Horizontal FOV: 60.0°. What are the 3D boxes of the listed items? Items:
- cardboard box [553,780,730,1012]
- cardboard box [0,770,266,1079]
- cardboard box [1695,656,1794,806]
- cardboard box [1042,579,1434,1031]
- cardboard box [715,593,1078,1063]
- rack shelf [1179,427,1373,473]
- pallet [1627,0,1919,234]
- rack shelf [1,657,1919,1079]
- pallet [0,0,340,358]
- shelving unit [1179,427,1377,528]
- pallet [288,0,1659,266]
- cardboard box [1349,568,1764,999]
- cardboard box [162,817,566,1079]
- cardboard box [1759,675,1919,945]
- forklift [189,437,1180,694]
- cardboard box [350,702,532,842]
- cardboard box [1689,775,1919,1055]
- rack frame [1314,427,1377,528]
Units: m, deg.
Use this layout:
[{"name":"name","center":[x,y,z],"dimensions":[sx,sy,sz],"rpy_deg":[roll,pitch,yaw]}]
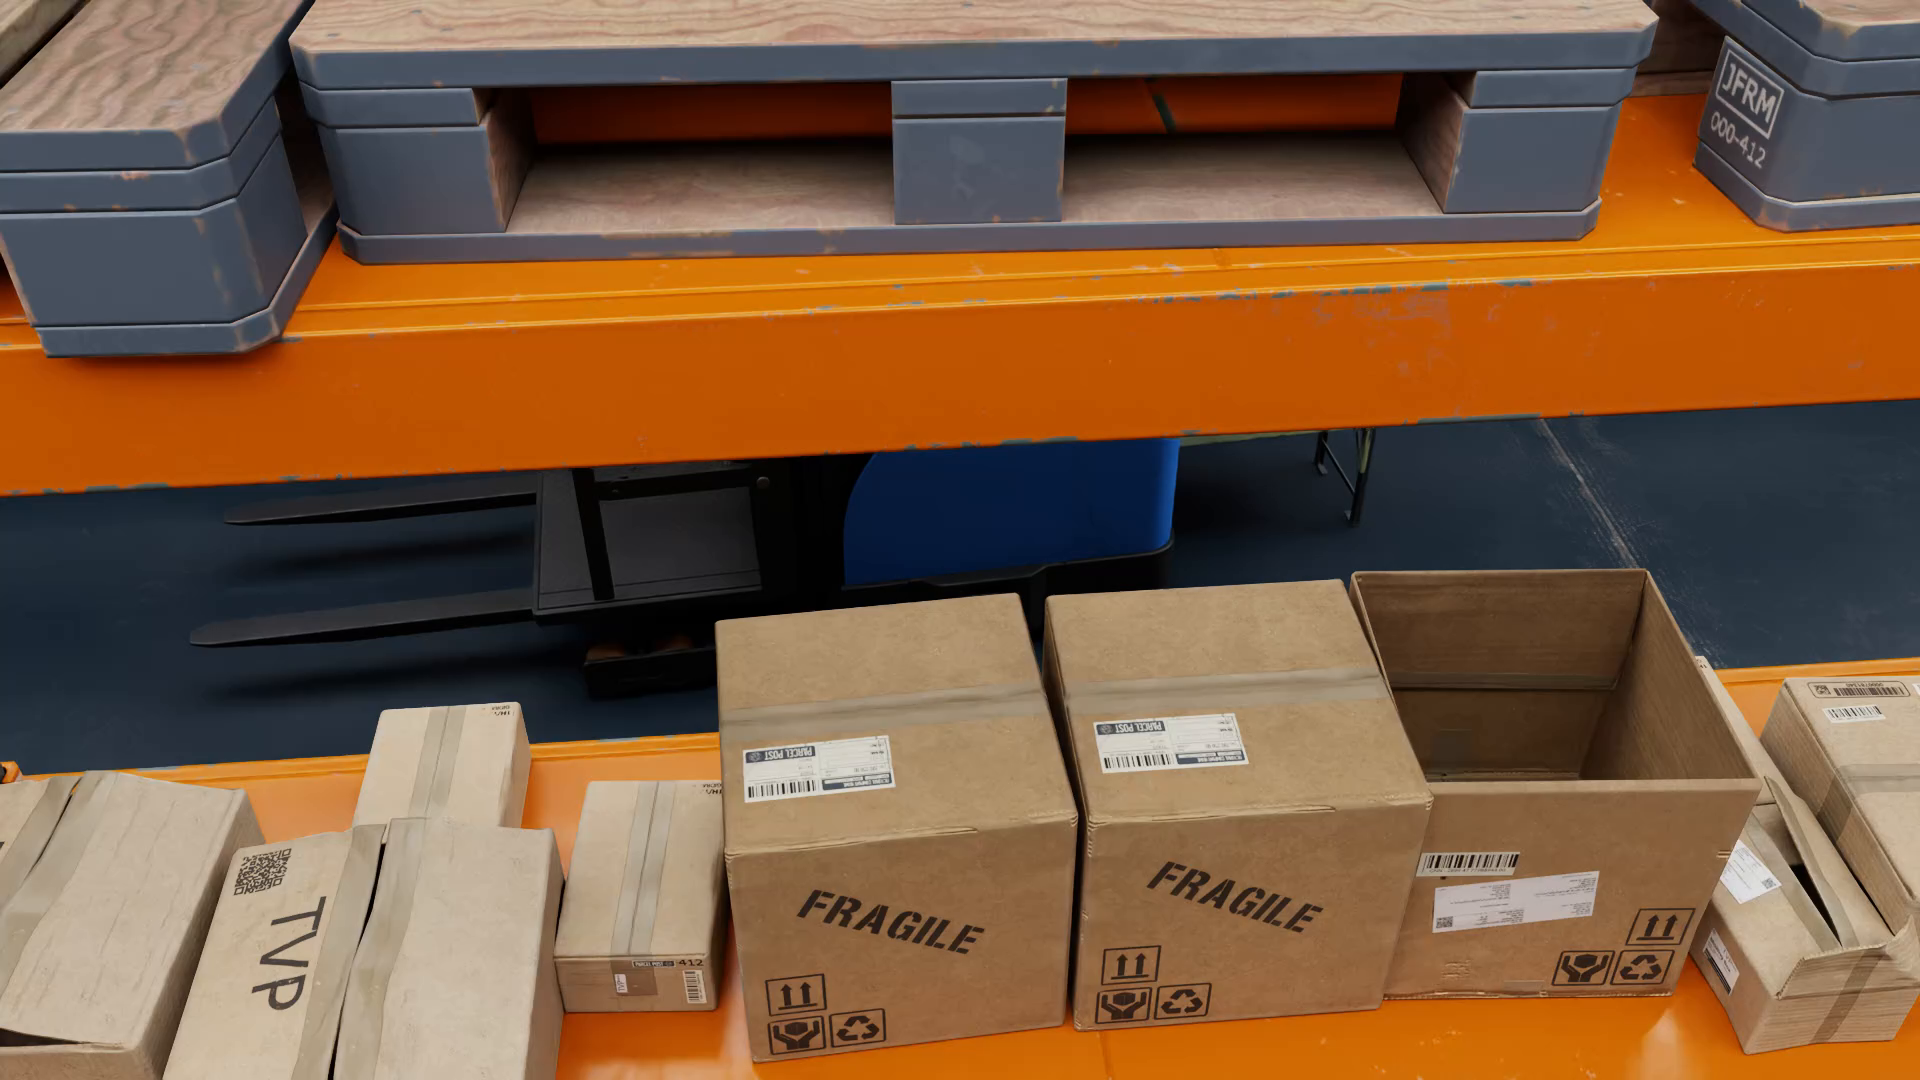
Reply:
[{"name":"cardboard box","center":[-0.519,0.589,2.785],"dimensions":[0.250,0.149,0.380],"rpy_deg":[0,38,-1]},{"name":"cardboard box","center":[-1.418,0.637,2.593],"dimensions":[0.500,0.311,0.500],"rpy_deg":[-1,38,-1]},{"name":"cardboard box","center":[1.300,0.396,3.029],"dimensions":[0.250,0.149,0.380],"rpy_deg":[-3,38,-4]},{"name":"cardboard box","center":[0.410,0.424,2.710],"dimensions":[0.500,0.500,0.500],"rpy_deg":[-3,38,-4]},{"name":"cardboard box","center":[-0.114,0.453,2.673],"dimensions":[0.500,0.500,0.500],"rpy_deg":[-5,39,-6]},{"name":"rack shelf","center":[0.986,-0.460,5.648],"dimensions":[0.720,0.370,0.431],"rpy_deg":[-6,39,-8]},{"name":"pallet","center":[1.323,-0.671,1.911],"dimensions":[1.217,0.209,0.805],"rpy_deg":[-5,39,-6]},{"name":"rack shelf","center":[0.208,0.767,2.937],"dimensions":[4.000,0.370,1.077],"rpy_deg":[-3,38,-4]},{"name":"pallet","center":[-1.116,-0.601,1.821],"dimensions":[1.003,0.211,1.213],"rpy_deg":[-1,38,-2]},{"name":"shelving unit","center":[0.986,-0.716,5.446],"dimensions":[0.755,1.500,0.431],"rpy_deg":[-6,39,-8]},{"name":"pallet","center":[-0.002,-0.664,1.901],"dimensions":[1.213,0.211,1.003],"rpy_deg":[-1,38,-2]},{"name":"cardboard box","center":[0.909,0.397,2.745],"dimensions":[0.500,0.500,0.500],"rpy_deg":[-1,38,-1]},{"name":"cardboard box","center":[-0.876,0.700,2.513],"dimensions":[0.500,0.311,0.500],"rpy_deg":[-4,38,-5]},{"name":"cardboard box","center":[1.714,0.488,2.831],"dimensions":[0.500,0.250,0.500],"rpy_deg":[-1,38,-1]},{"name":"forklift","center":[-0.885,-1.030,4.689],"dimensions":[3.031,2.935,1.130],"rpy_deg":[-6,39,-8]},{"name":"cardboard box","center":[-0.913,0.473,2.931],"dimensions":[0.250,0.149,0.380],"rpy_deg":[-3,38,-4]},{"name":"cardboard box","center":[1.341,0.590,2.690],"dimensions":[0.258,0.266,0.396],"rpy_deg":[-4,38,-5]},{"name":"rack frame","center":[1.347,-0.755,5.496],"dimensions":[0.023,1.500,0.400],"rpy_deg":[-6,39,-8]}]
